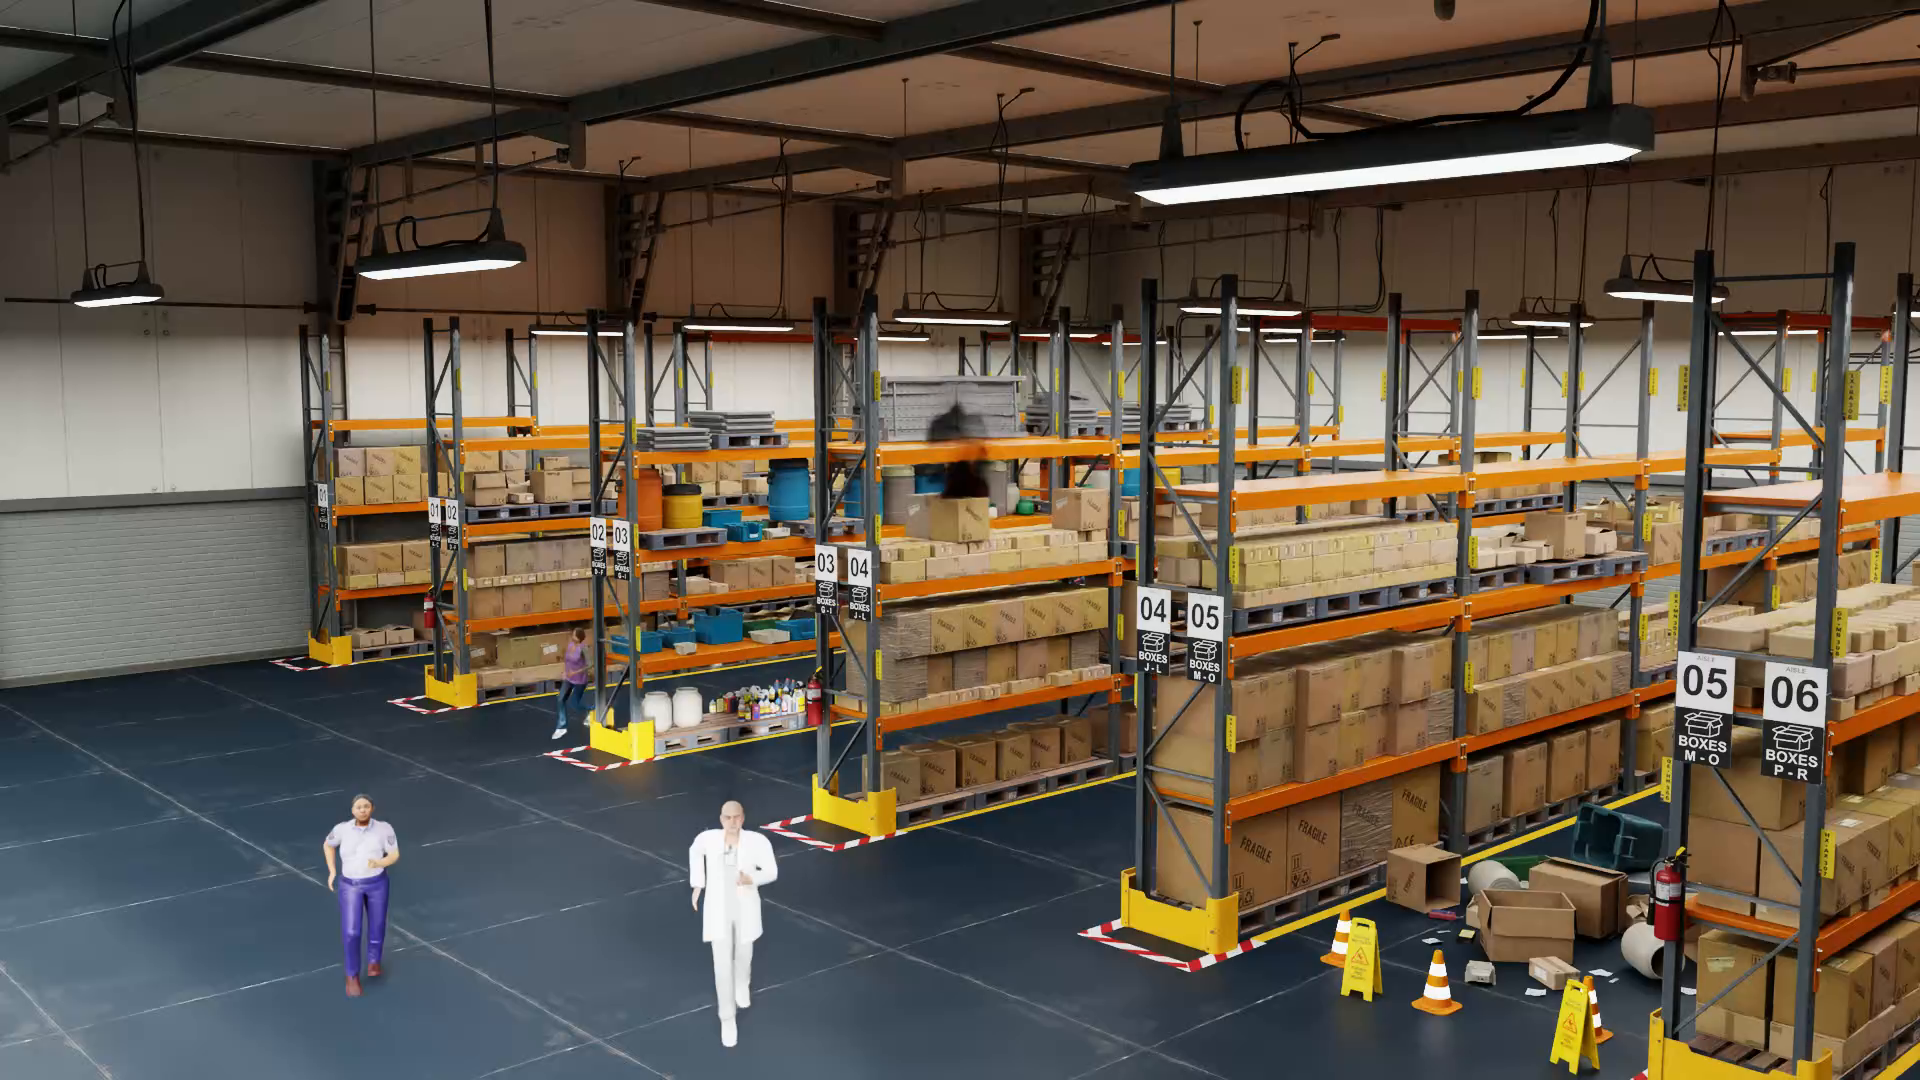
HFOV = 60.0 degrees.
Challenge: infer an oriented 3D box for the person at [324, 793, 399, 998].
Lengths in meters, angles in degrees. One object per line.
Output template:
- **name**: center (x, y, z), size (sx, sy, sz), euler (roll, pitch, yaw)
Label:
- **person**: center (-4.990, 2.956, 13.921), size (0.574, 1.697, 0.718), euler (-3, 6, -24)

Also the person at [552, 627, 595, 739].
- **person**: center (-5.422, 2.019, 23.679), size (0.576, 1.568, 0.777), euler (4, 7, 32)

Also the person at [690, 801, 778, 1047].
- **person**: center (-1.784, 2.934, 13.126), size (0.680, 1.812, 1.001), euler (-1, 6, -9)
